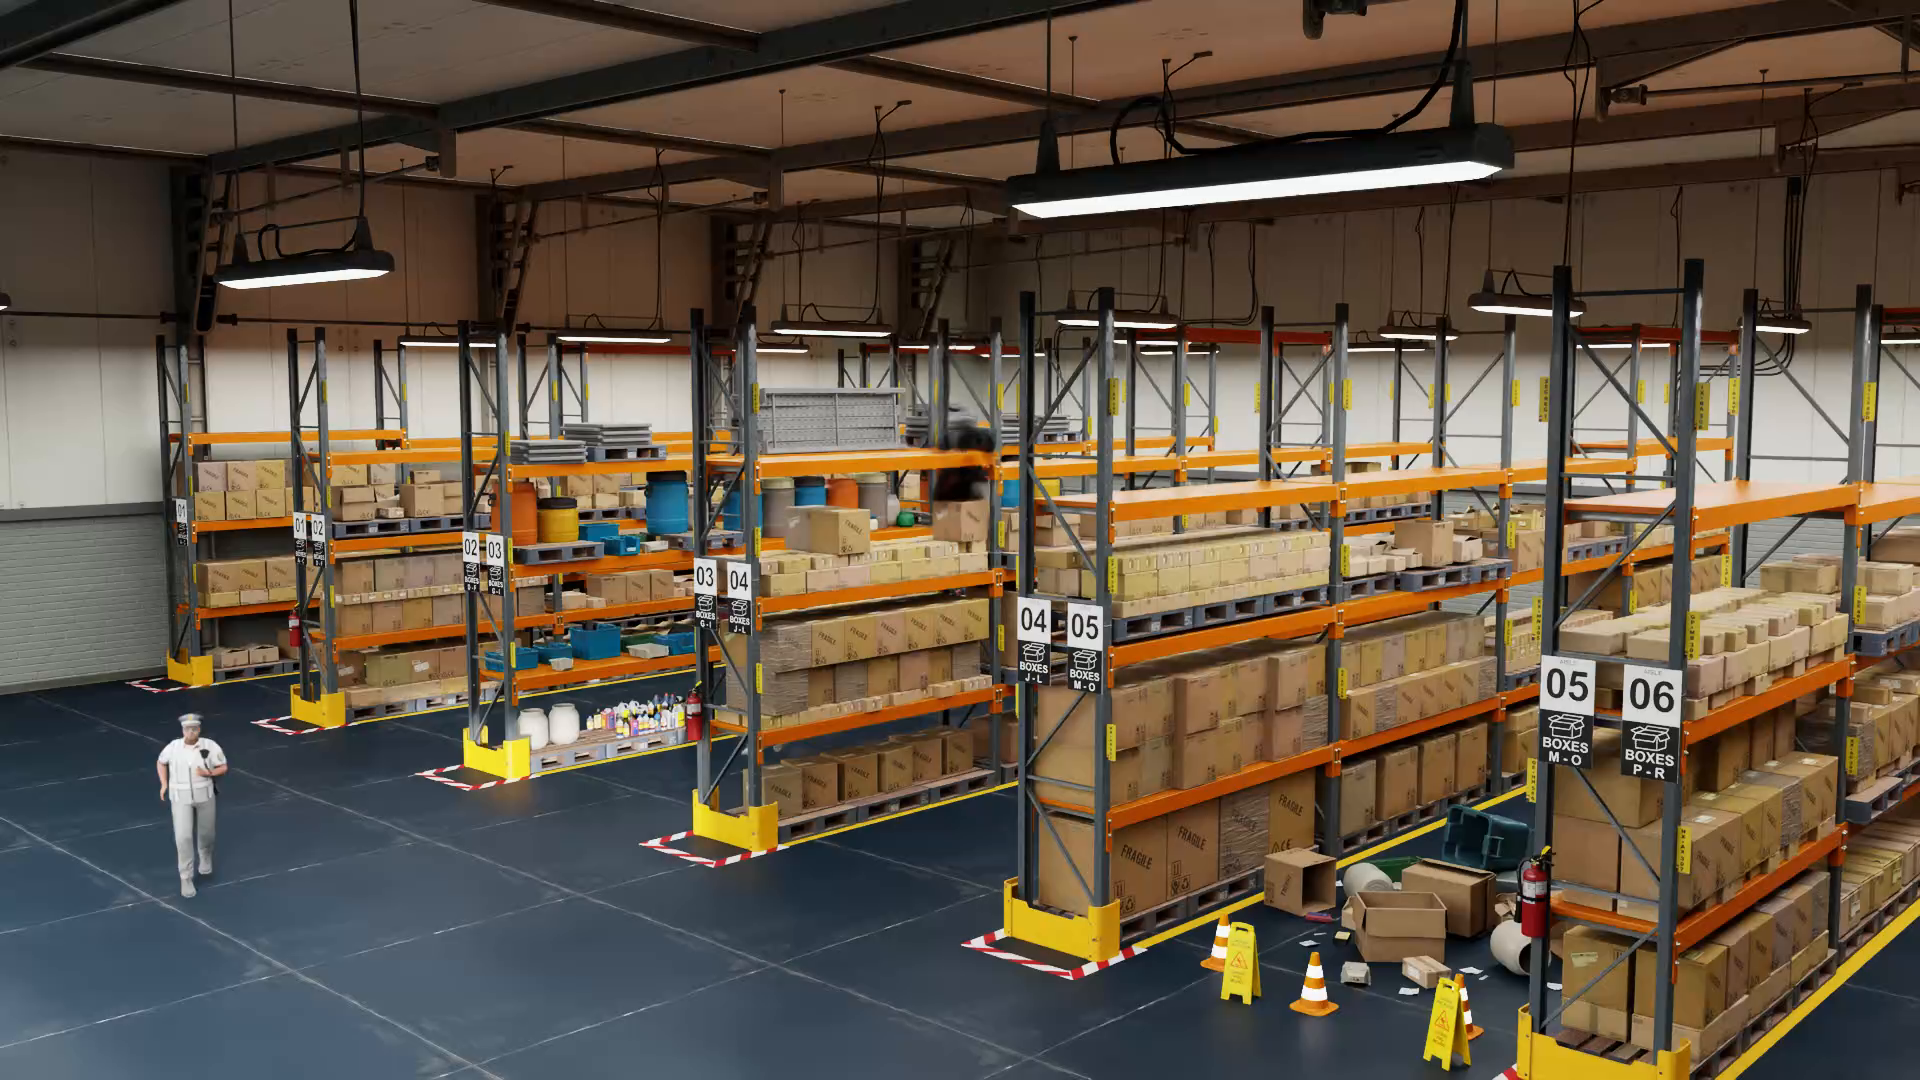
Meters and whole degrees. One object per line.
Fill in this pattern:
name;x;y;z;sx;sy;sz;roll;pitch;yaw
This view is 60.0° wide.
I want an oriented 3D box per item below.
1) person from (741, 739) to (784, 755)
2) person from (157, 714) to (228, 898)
person;-2.632;1.962;22.000;0.720;1.769;0.845;3;6;28
person;-7.864;2.658;17.070;0.654;1.792;0.958;-3;6;-25
